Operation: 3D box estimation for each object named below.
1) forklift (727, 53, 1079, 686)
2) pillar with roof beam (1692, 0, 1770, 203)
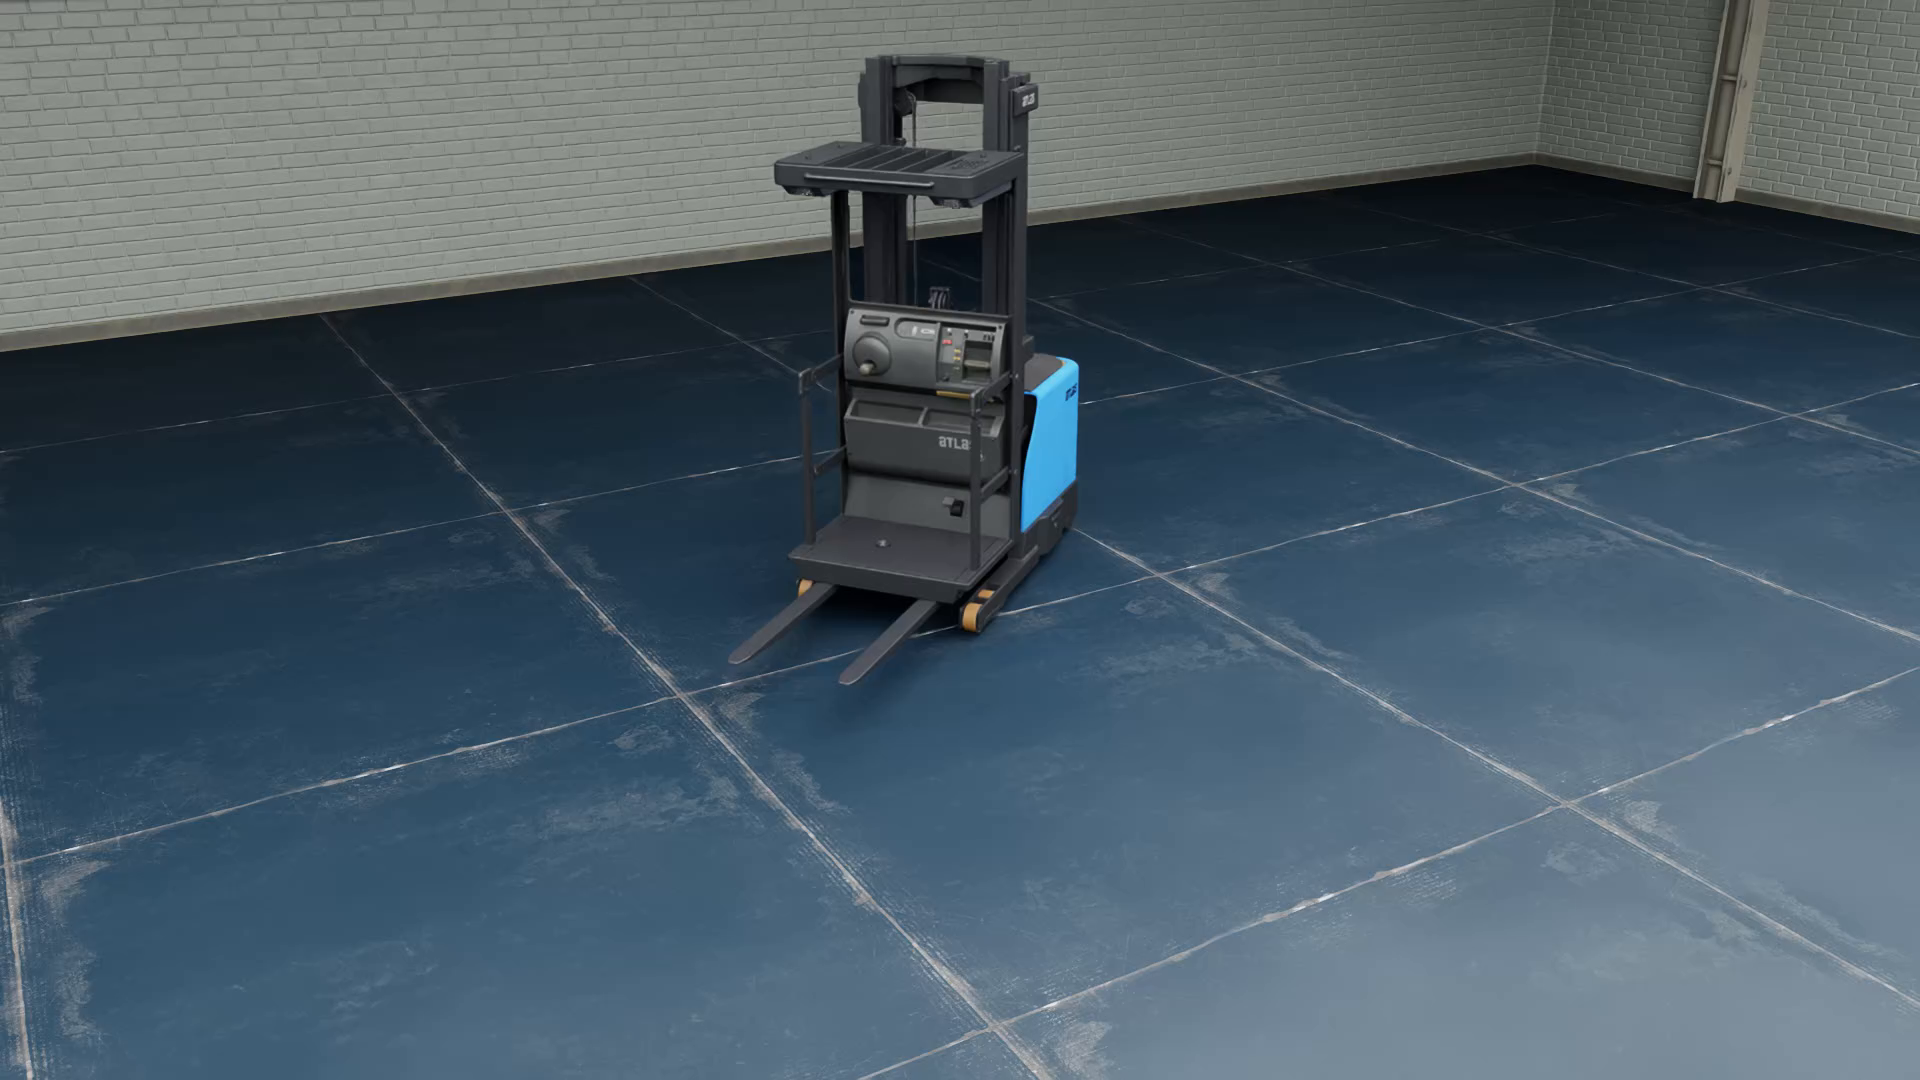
[{"bbox_3d":[-0.278,-1.029,8.951,1.130,2.935,3.031,9,24,20],"label":"forklift"},{"bbox_3d":[5.735,-7.611,17.085,9.100,9.000,0.400,-13,25,-28],"label":"pillar with roof beam"}]
